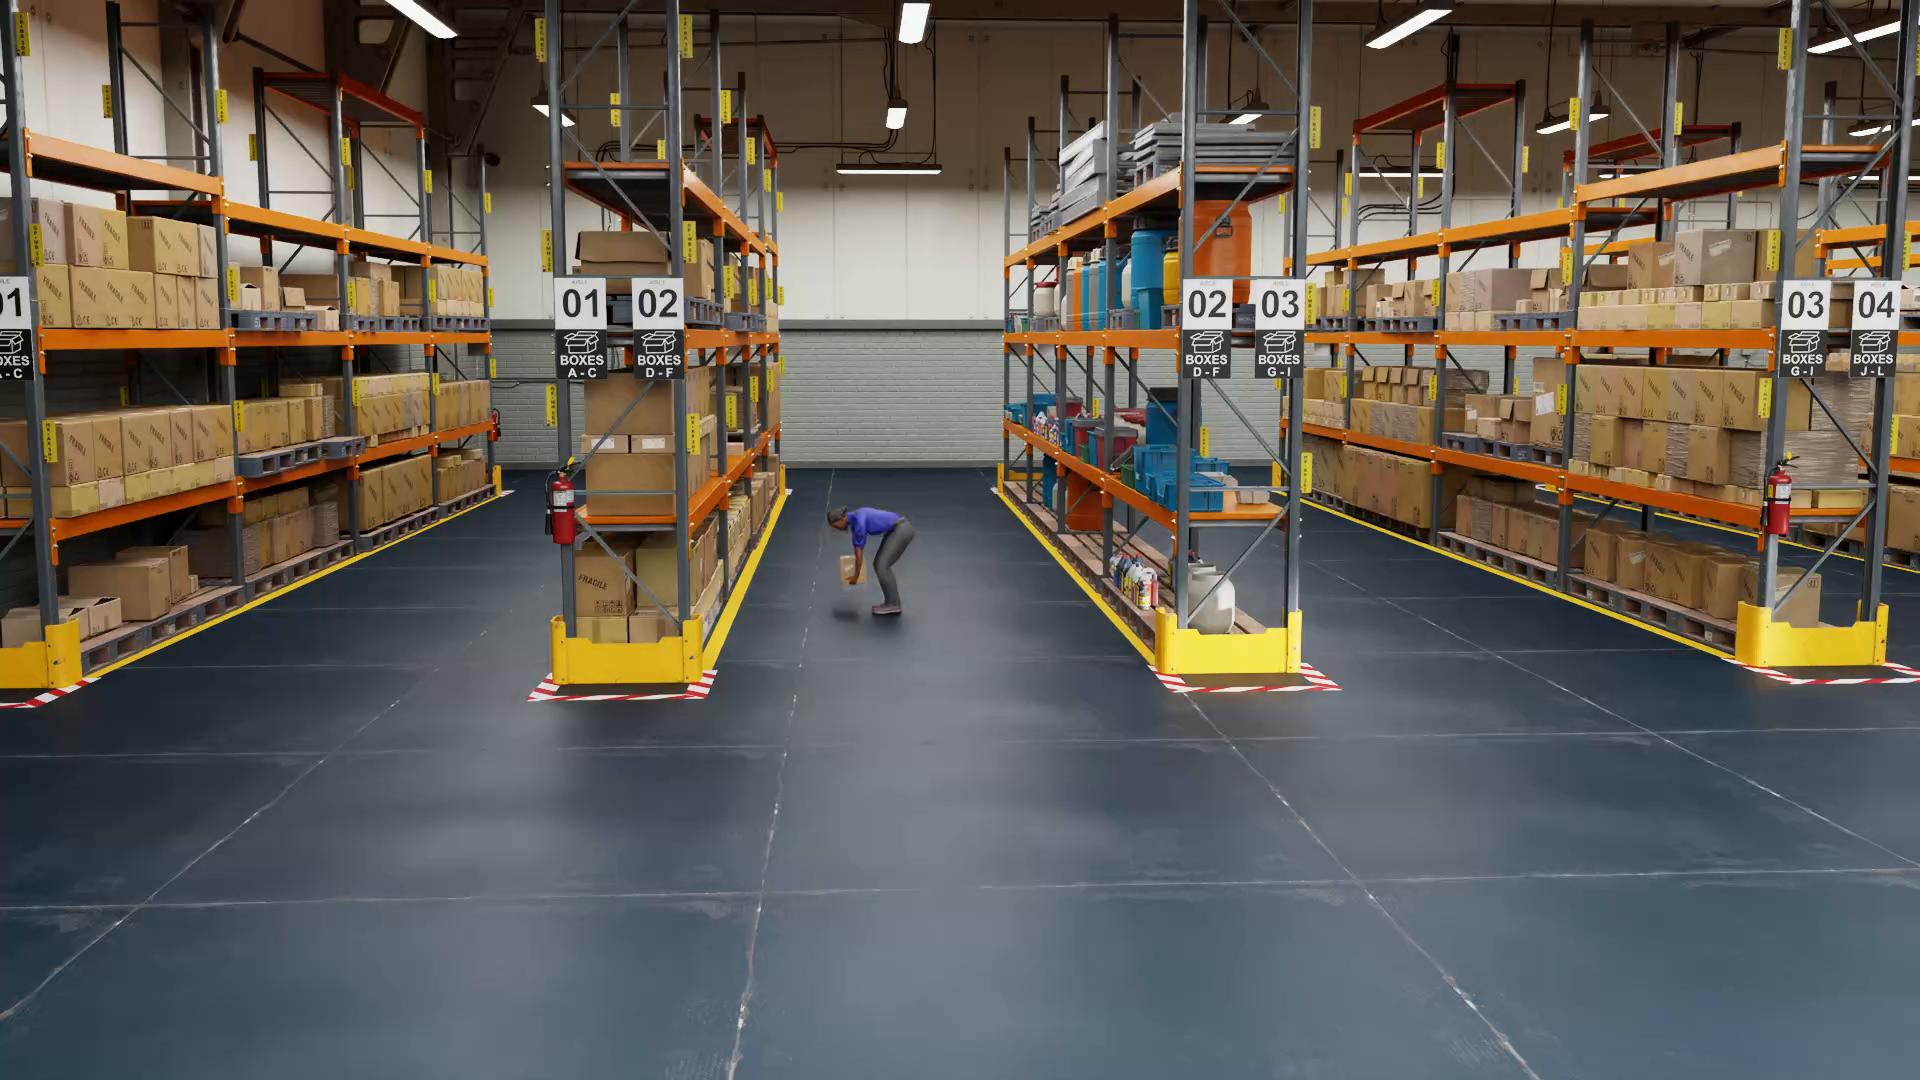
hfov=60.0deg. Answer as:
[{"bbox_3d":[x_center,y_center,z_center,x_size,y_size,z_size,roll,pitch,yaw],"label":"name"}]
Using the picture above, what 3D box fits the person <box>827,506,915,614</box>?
[{"bbox_3d":[-0.889,0.203,16.607,0.872,1.058,0.409,-1,7,-6],"label":"person"}]
